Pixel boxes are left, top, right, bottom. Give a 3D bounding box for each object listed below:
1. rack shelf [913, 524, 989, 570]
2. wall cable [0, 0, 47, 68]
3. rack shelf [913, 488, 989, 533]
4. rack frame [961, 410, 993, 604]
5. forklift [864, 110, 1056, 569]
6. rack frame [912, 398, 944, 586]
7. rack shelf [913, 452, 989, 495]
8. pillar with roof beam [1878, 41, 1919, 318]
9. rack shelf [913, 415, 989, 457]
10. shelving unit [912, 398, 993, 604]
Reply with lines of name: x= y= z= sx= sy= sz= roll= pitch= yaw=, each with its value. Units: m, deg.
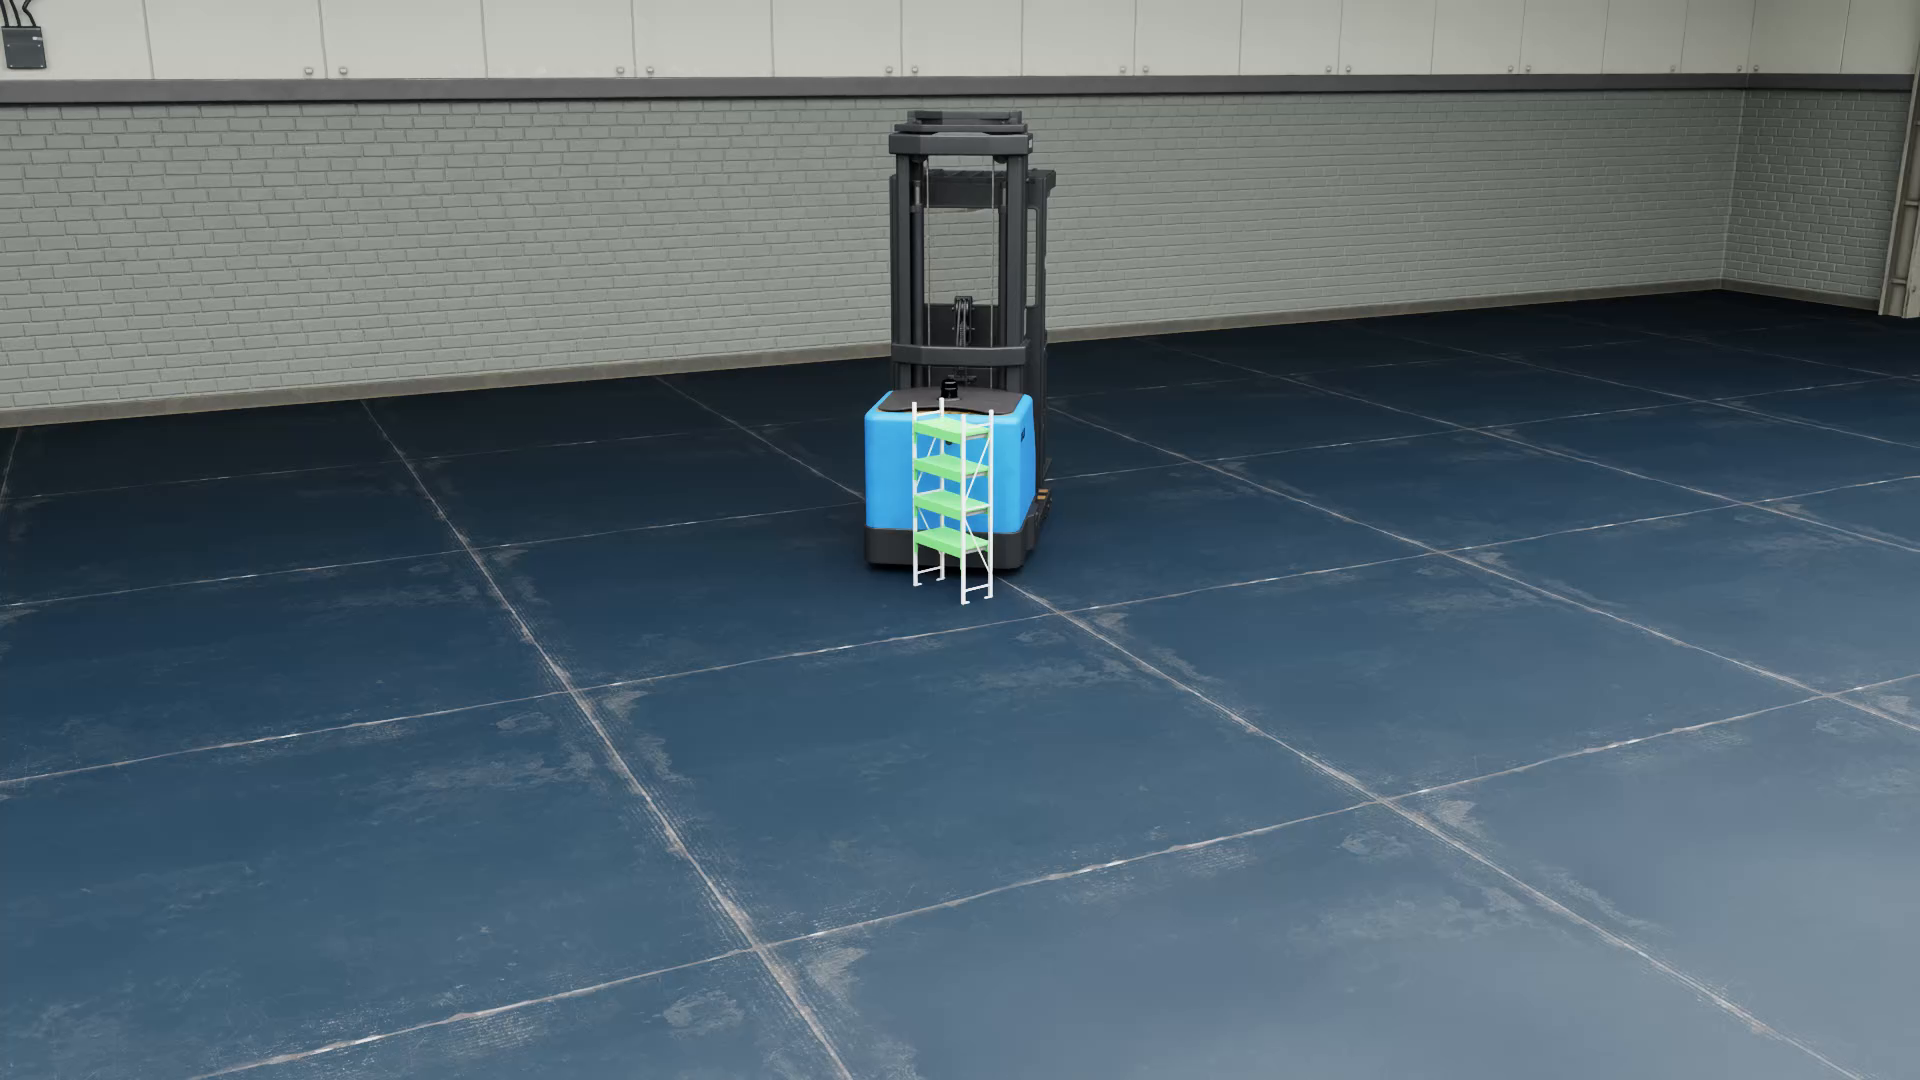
rack shelf: x=-0.048 y=0.042 z=10.529 sx=0.258 sy=0.148 sz=0.480 roll=-13 pitch=20 yaw=-37
wall cable: x=-7.350 y=-7.182 z=14.298 sx=2.305 sy=6.003 sz=0.169 roll=-8 pitch=18 yaw=-25
rack shelf: x=-0.048 y=-0.188 z=10.463 sx=0.258 sy=0.148 sz=0.480 roll=-13 pitch=20 yaw=-37
rack frame: x=0.105 y=-0.197 z=10.263 sx=0.240 sy=1.200 sz=0.015 roll=-13 pitch=20 yaw=-37
forklift: x=0.093 y=-1.581 z=11.946 sx=1.130 sy=2.935 sz=3.031 roll=2 pitch=16 yaw=8
rack frame: x=-0.201 y=-0.302 z=10.628 sx=0.240 sy=1.200 sz=0.015 roll=-13 pitch=20 yaw=-37
rack shelf: x=-0.048 y=-0.419 z=10.397 sx=0.258 sy=0.148 sz=0.480 roll=-13 pitch=20 yaw=-37
pillar with roof beam: x=8.657 y=-6.800 z=19.133 sx=9.100 sy=9.000 sz=0.400 roll=-8 pitch=18 yaw=-25
rack shelf: x=-0.048 y=-0.650 z=10.331 sx=0.258 sy=0.148 sz=0.480 roll=-13 pitch=20 yaw=-37
shelving unit: x=-0.048 y=-0.250 z=10.446 sx=0.258 sy=1.200 sz=0.503 roll=-13 pitch=20 yaw=-37
